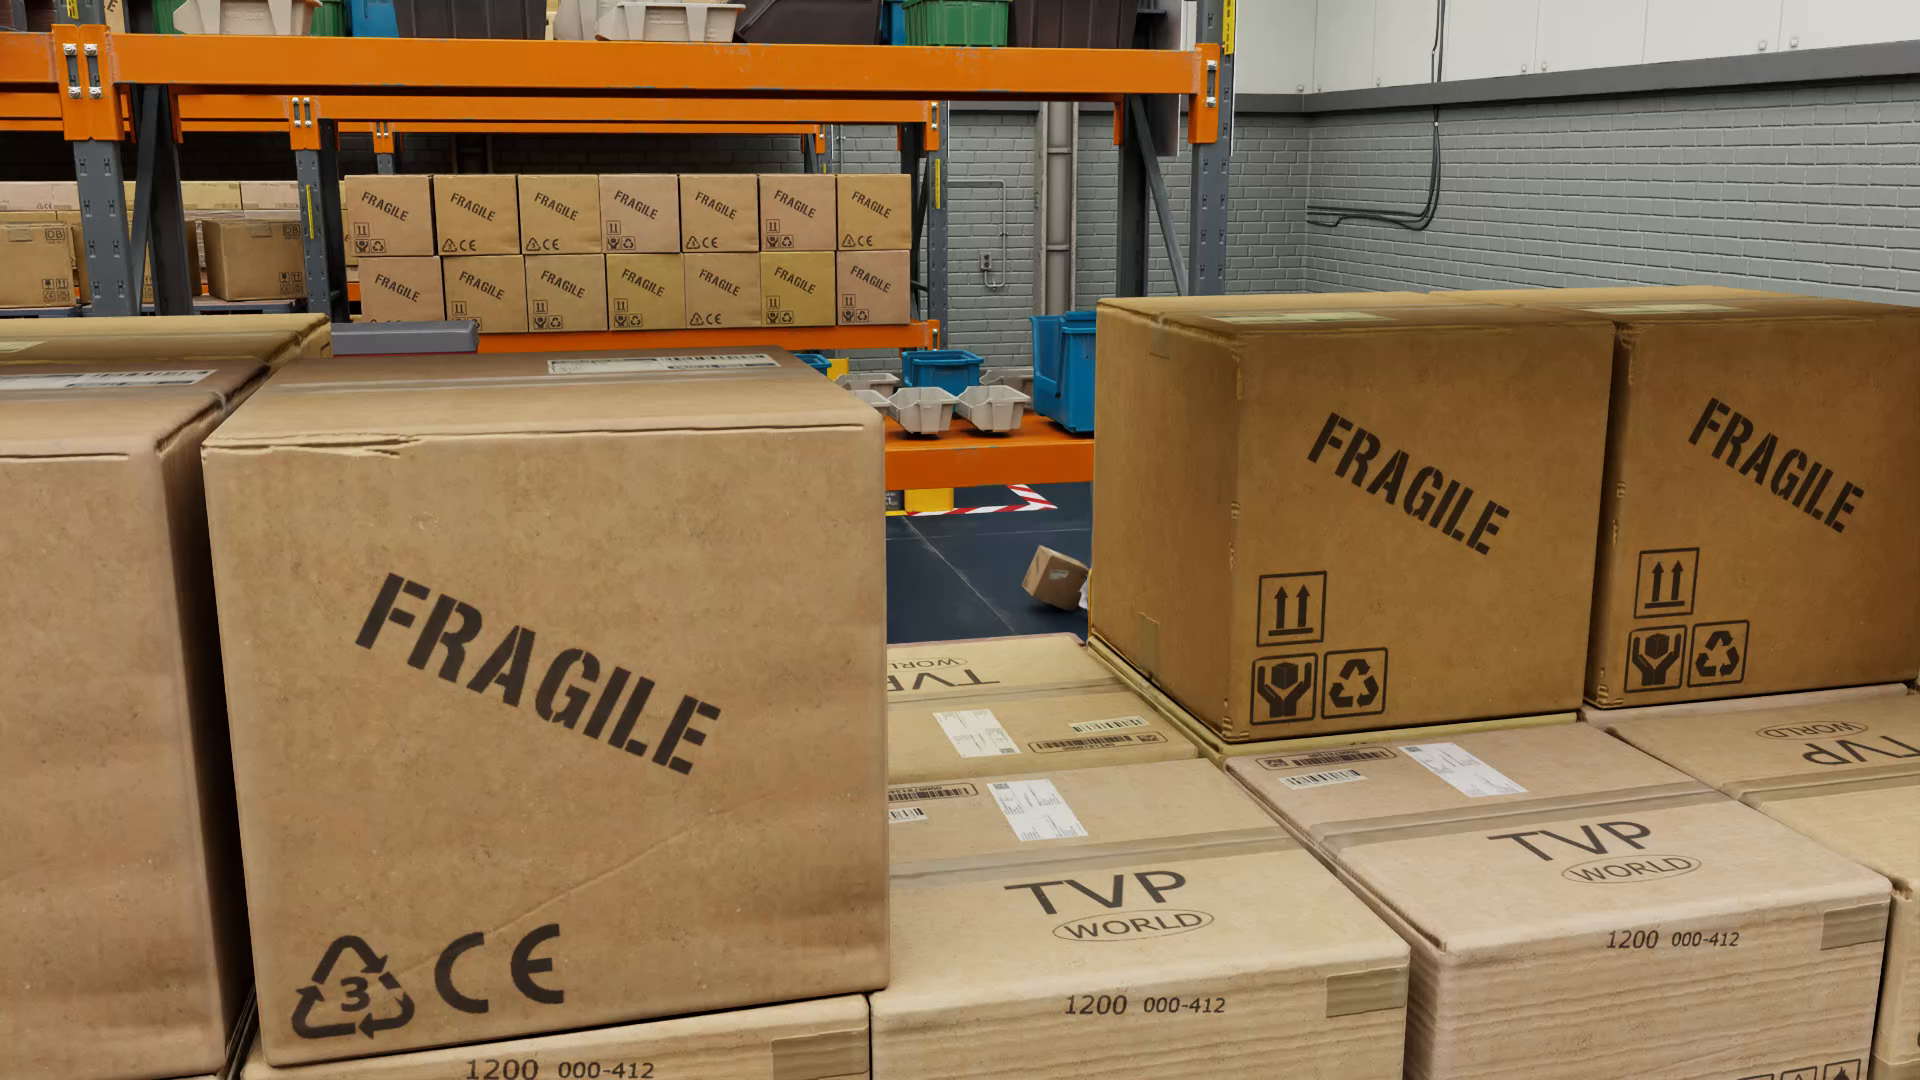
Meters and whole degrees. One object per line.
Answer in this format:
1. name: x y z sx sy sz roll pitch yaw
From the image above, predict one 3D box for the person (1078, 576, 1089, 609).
1. person: 1.152 -0.411 8.767 1.053 1.597 0.453 -2 13 -7
